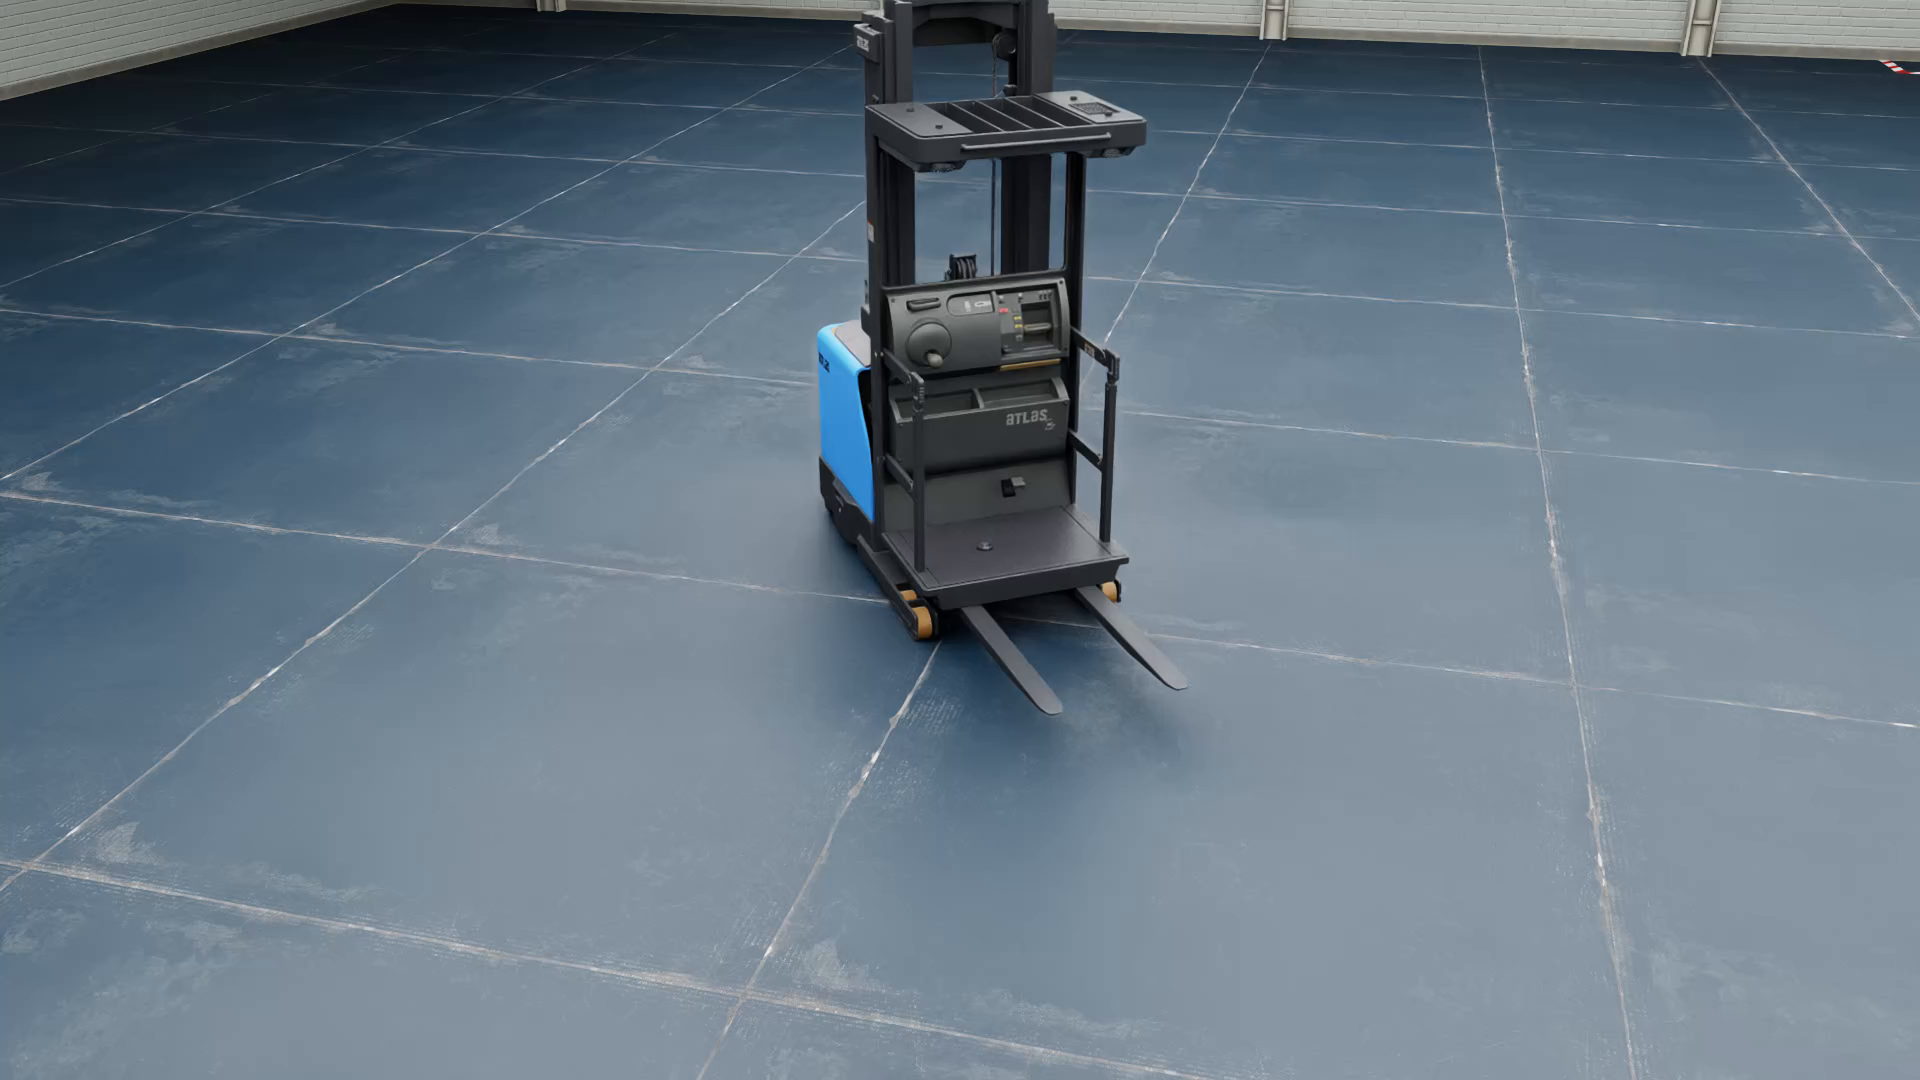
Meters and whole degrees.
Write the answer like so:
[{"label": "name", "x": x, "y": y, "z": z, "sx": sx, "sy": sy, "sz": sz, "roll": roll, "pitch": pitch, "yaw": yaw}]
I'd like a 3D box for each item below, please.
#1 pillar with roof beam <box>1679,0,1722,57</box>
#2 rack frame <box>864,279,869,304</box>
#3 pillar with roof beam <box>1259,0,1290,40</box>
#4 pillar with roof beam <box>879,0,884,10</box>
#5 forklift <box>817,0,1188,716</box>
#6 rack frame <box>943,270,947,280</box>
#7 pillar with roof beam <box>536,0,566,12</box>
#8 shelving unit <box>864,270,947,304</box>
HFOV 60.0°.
[{"label": "pillar with roof beam", "x": 9.501, "y": -9.255, "z": 18.220, "sx": 0.400, "sy": 9.000, "sz": 9.100, "roll": 6, "pitch": 26, "yaw": 13}, {"label": "rack frame", "x": -0.496, "y": -0.916, "z": 9.769, "sx": 0.015, "sy": 1.200, "sz": 0.240, "roll": -10, "pitch": 25, "yaw": -20}, {"label": "pillar with roof beam", "x": 3.690, "y": -9.897, "z": 19.569, "sx": 0.400, "sy": 9.000, "sz": 9.100, "roll": 6, "pitch": 26, "yaw": 13}, {"label": "pillar with roof beam", "x": -2.121, "y": -10.539, "z": 20.919, "sx": 0.400, "sy": 9.000, "sz": 9.100, "roll": 6, "pitch": 26, "yaw": 13}, {"label": "forklift", "x": 0.175, "y": -1.031, "z": 8.005, "sx": 1.130, "sy": 2.935, "sz": 3.031, "roll": -9, "pitch": 27, "yaw": -18}, {"label": "rack frame", "x": -0.043, "y": -0.994, "z": 9.932, "sx": 0.015, "sy": 1.200, "sz": 0.240, "roll": -10, "pitch": 25, "yaw": -20}, {"label": "pillar with roof beam", "x": -7.932, "y": -11.182, "z": 22.268, "sx": 0.400, "sy": 9.000, "sz": 9.100, "roll": 6, "pitch": 26, "yaw": 13}, {"label": "shelving unit", "x": -0.269, "y": -0.955, "z": 9.850, "sx": 0.503, "sy": 1.200, "sz": 0.258, "roll": -10, "pitch": 25, "yaw": -20}]
